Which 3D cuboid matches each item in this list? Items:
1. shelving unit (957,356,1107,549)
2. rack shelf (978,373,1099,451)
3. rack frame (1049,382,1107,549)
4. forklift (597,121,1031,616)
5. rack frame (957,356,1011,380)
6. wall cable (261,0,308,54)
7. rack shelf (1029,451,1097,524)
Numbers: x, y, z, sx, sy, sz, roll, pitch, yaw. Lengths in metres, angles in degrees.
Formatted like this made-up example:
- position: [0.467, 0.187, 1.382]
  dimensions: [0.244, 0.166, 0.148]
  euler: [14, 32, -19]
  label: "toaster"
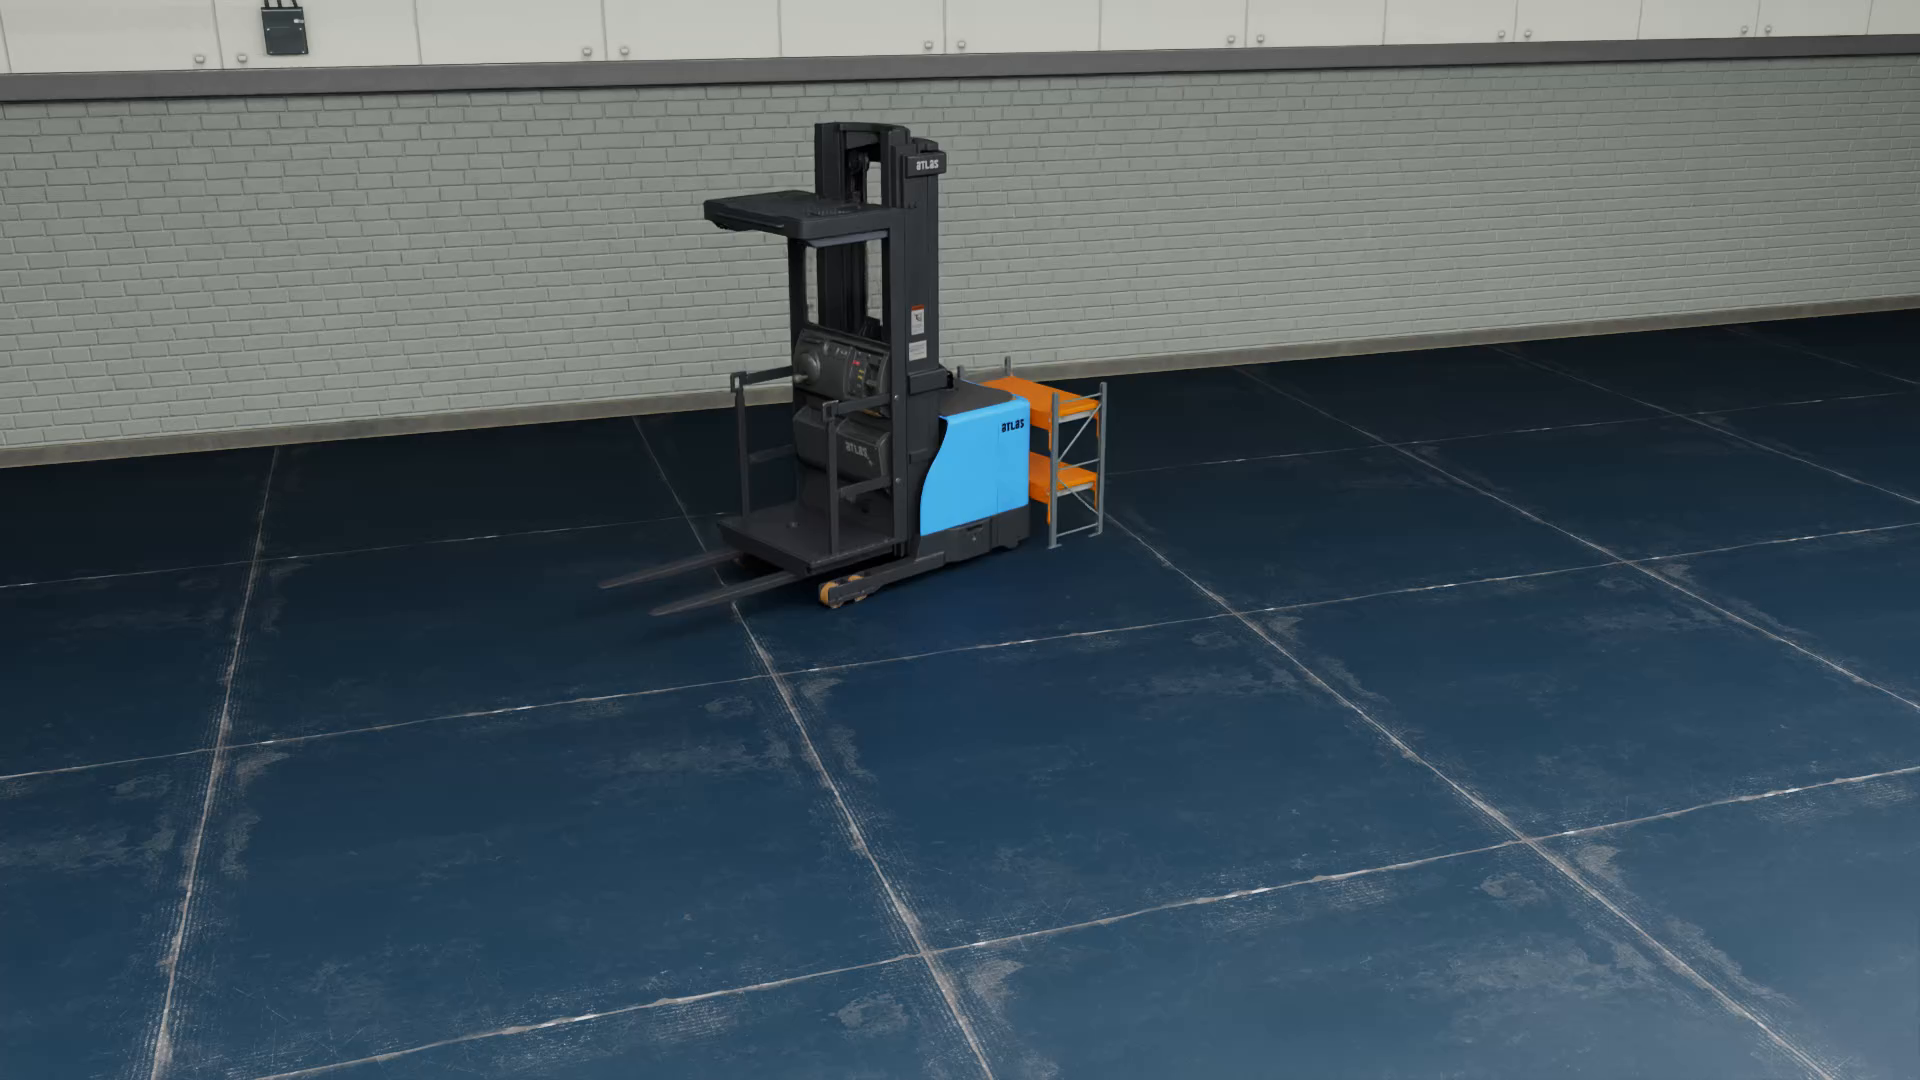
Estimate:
- position: [0.506, -0.659, 12.088]
  dimensions: [0.538, 1.125, 1.048]
  euler: [-16, 25, -37]
  label: "shelving unit"
- position: [0.506, -0.935, 11.989]
  dimensions: [0.538, 0.278, 1.000]
  euler: [-16, 25, -37]
  label: "rack shelf"
- position: [0.830, -0.527, 11.719]
  dimensions: [0.500, 1.125, 0.032]
  euler: [-16, 25, -37]
  label: "rack frame"
- position: [-0.936, -1.139, 10.753]
  dimensions: [3.031, 2.935, 1.130]
  euler: [-17, 26, -39]
  label: "forklift"
- position: [0.182, -0.792, 12.457]
  dimensions: [0.500, 1.125, 0.032]
  euler: [-16, 25, -37]
  label: "rack frame"
- position: [-4.384, -6.789, 12.475]
  dimensions: [2.305, 6.003, 0.169]
  euler: [-6, 21, -17]
  label: "wall cable"
- position: [0.506, -0.429, 12.171]
  dimensions: [0.538, 0.278, 1.000]
  euler: [-16, 25, -37]
  label: "rack shelf"
